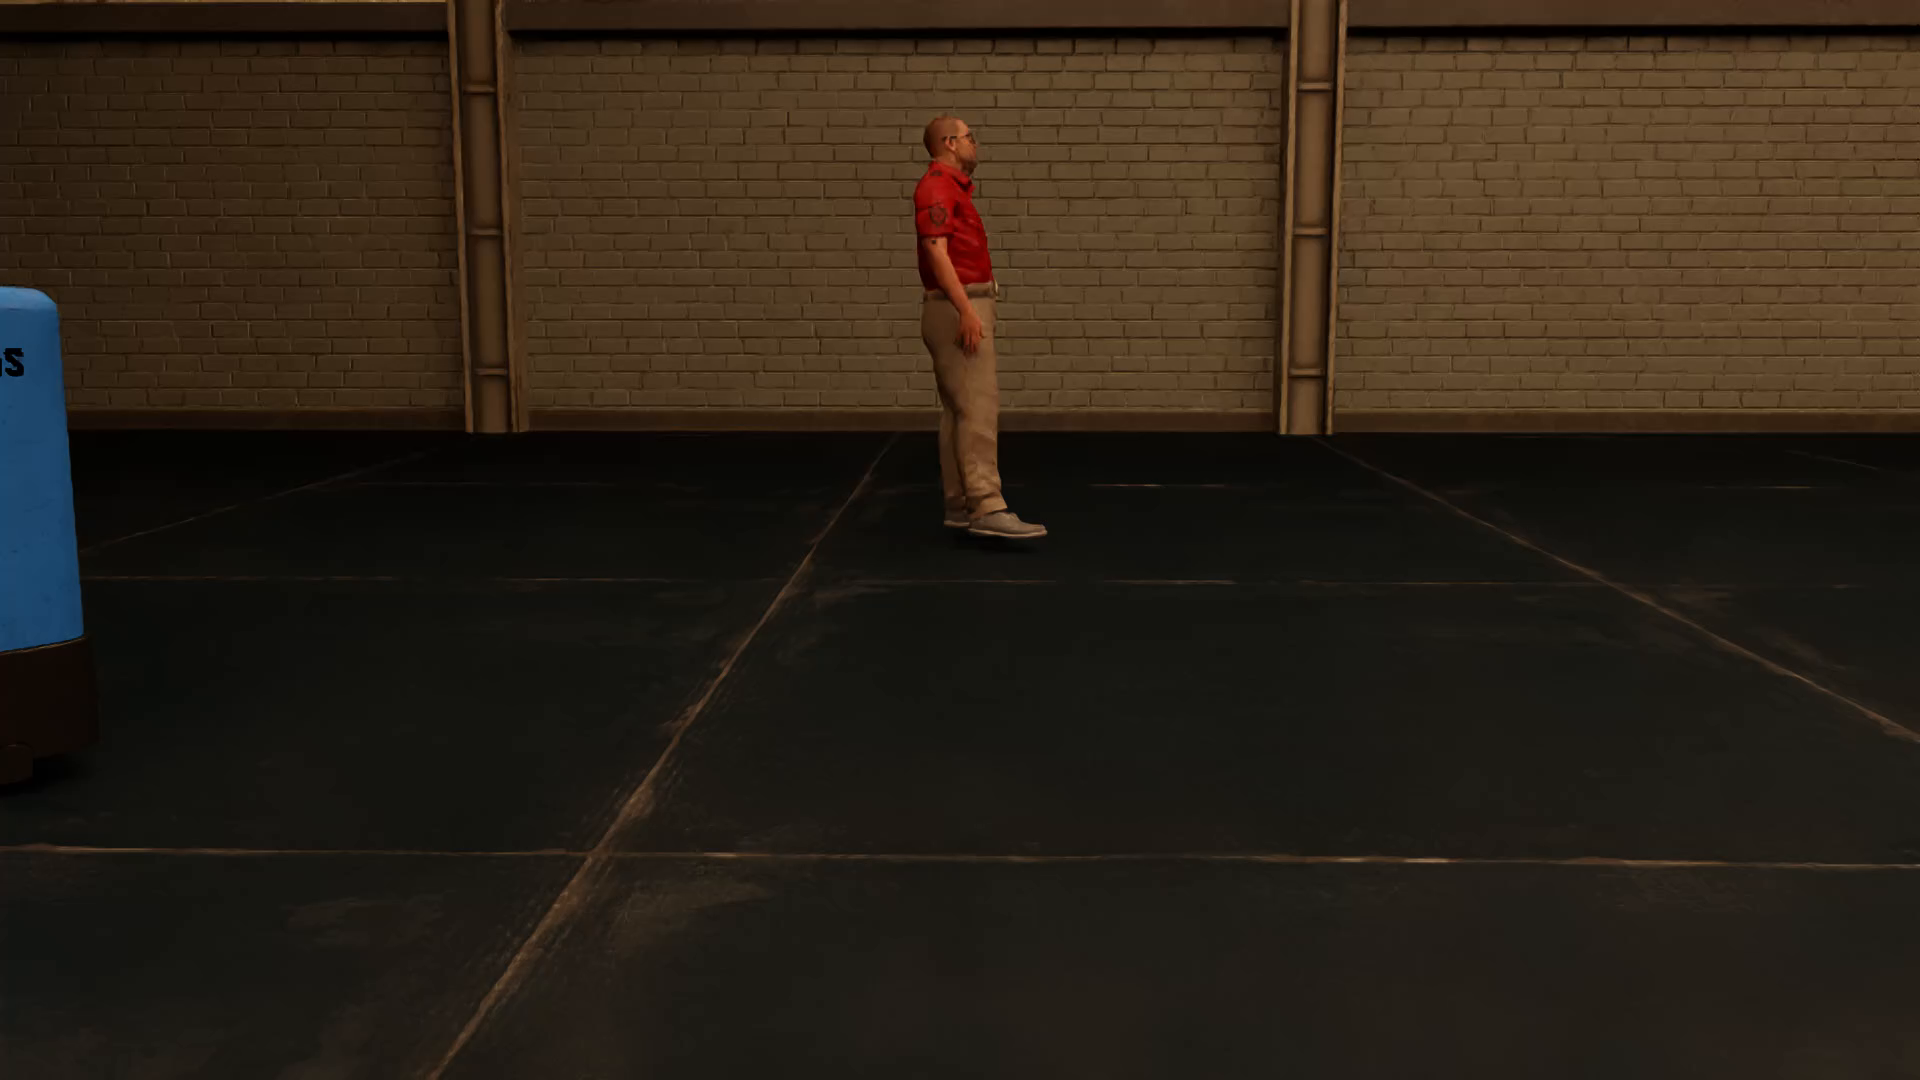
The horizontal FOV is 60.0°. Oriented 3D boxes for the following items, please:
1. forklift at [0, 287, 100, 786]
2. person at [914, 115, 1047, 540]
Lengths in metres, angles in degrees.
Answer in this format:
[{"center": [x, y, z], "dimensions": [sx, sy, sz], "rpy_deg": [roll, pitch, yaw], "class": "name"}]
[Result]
[{"center": [-3.204, -0.793, 2.610], "dimensions": [1.130, 2.935, 3.031], "rpy_deg": [6, 11, 36], "class": "forklift"}, {"center": [0.089, -0.899, 6.976], "dimensions": [0.550, 1.726, 0.640], "rpy_deg": [0, 9, 1], "class": "person"}]
